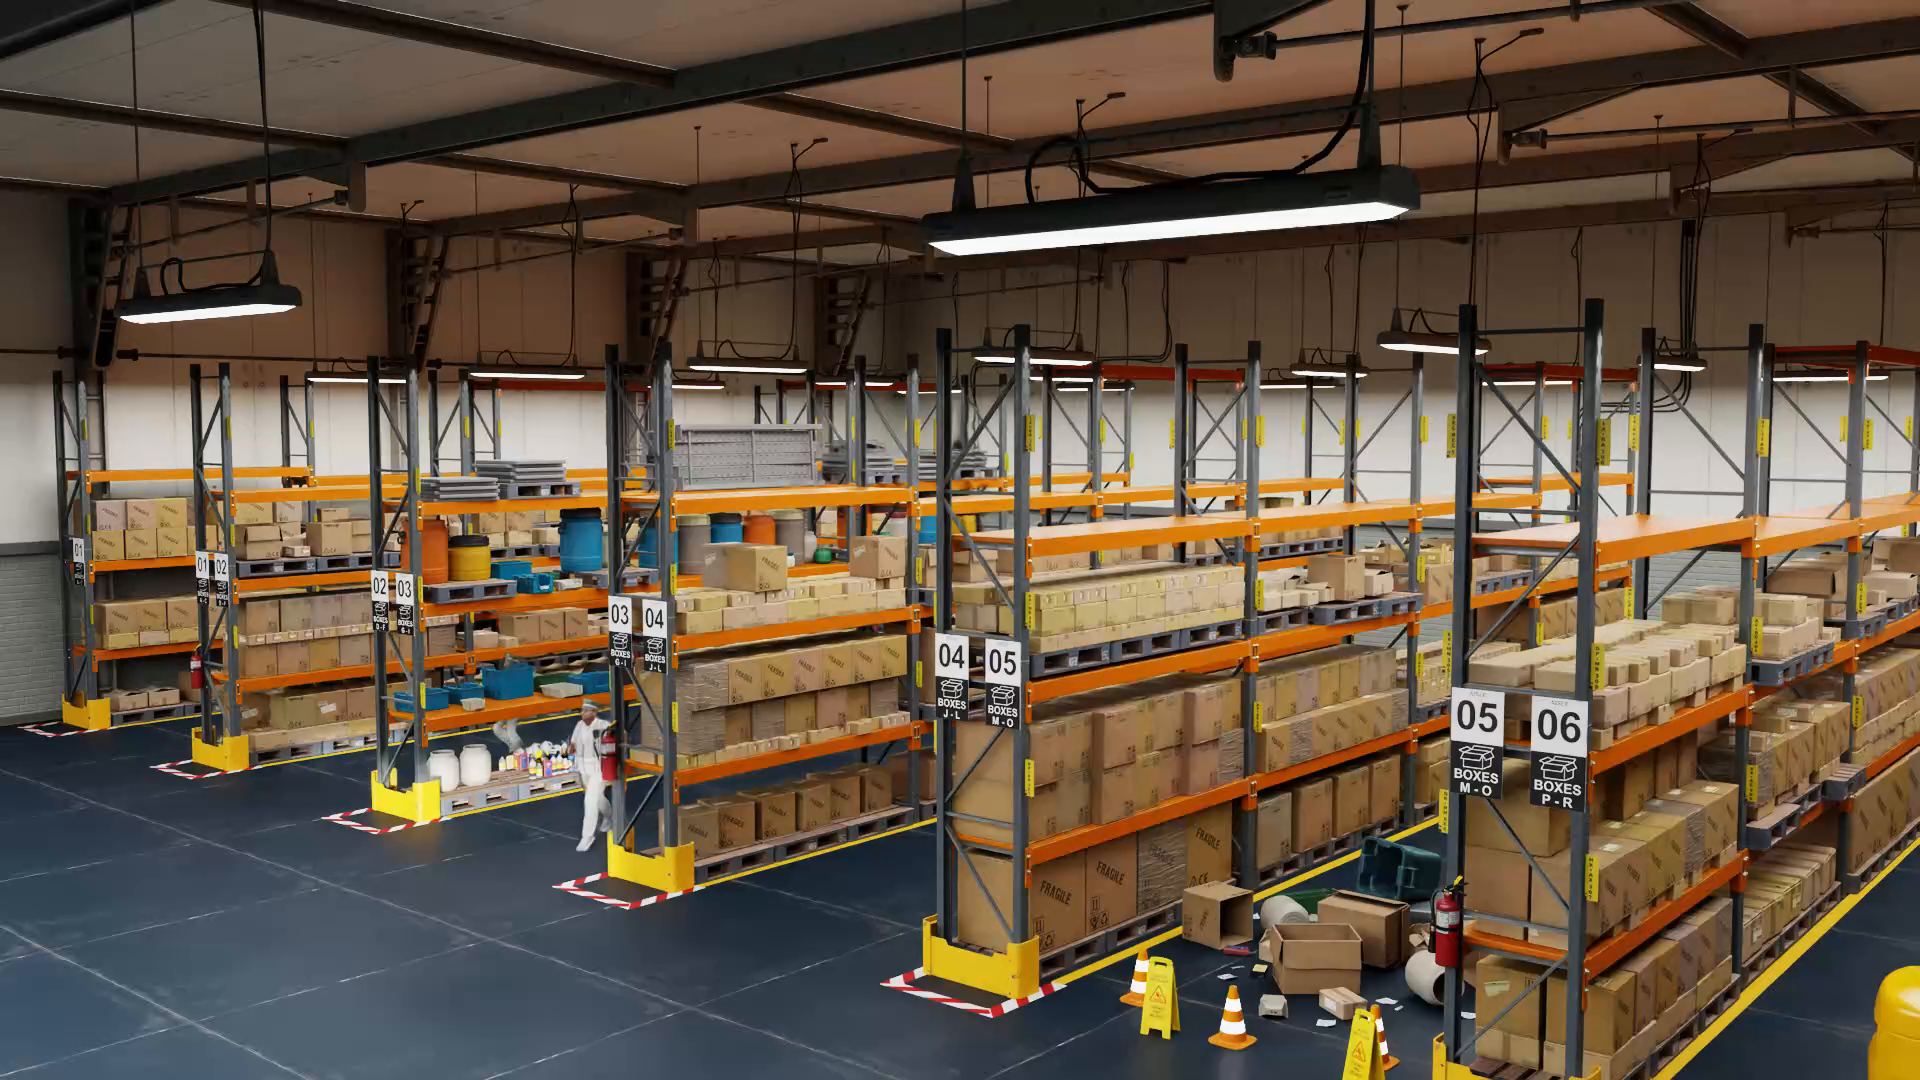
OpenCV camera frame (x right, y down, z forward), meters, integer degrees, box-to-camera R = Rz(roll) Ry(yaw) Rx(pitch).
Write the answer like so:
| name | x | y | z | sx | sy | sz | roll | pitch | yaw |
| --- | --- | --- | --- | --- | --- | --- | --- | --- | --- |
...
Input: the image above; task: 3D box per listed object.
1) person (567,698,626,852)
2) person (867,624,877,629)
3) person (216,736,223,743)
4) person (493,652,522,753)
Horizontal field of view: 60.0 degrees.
| name | x | y | z | sx | sy | sz | roll | pitch | yaw |
| --- | --- | --- | --- | --- | --- | --- | --- | --- | --- |
| person | -4.426 | 2.814 | 20.320 | 0.671 | 1.825 | 0.964 | 2 | 5 | 29 |
| person | -1.943 | 1.971 | 32.247 | 0.660 | 1.753 | 0.969 | 3 | 5 | 32 |
| person | -11.660 | 2.437 | 26.776 | 0.557 | 1.573 | 0.755 | 3 | 5 | 33 |
| person | -6.807 | 2.522 | 25.087 | 0.596 | 1.676 | 0.459 | 3 | 5 | 35 |
